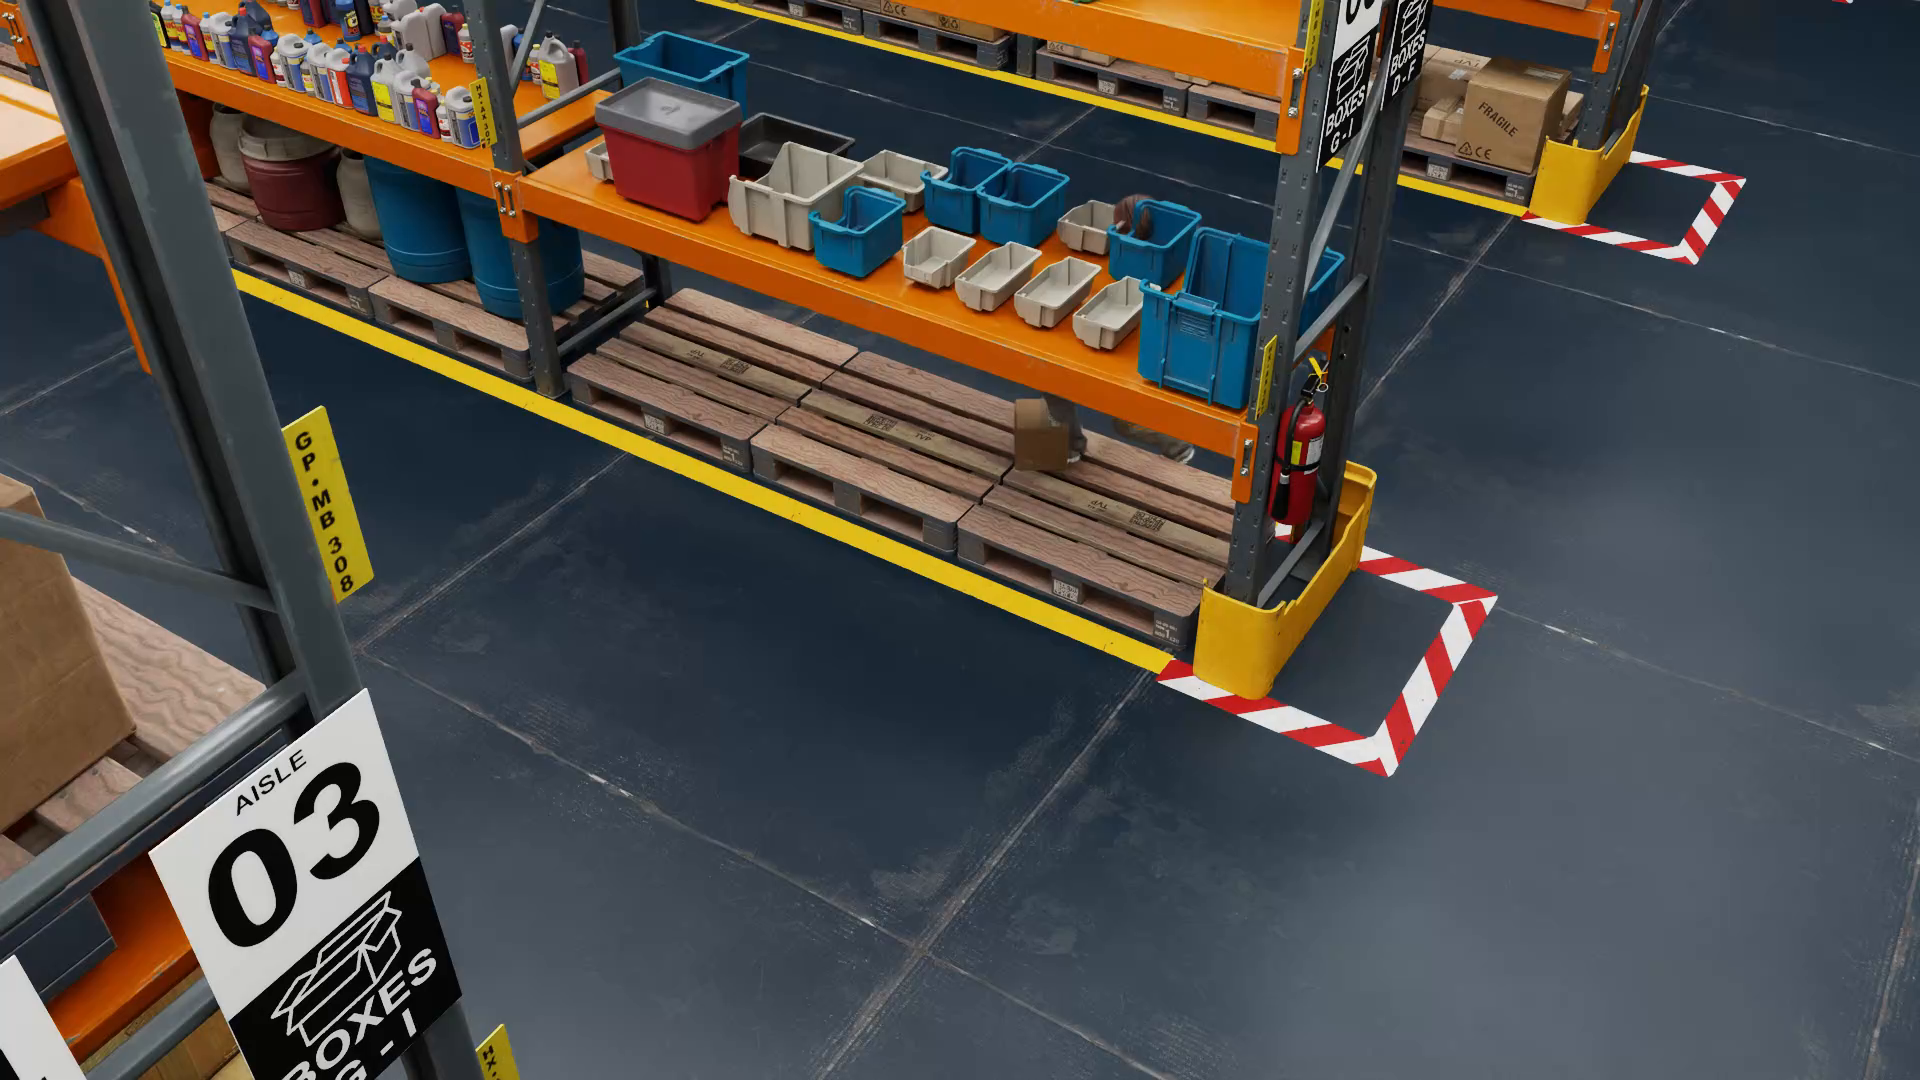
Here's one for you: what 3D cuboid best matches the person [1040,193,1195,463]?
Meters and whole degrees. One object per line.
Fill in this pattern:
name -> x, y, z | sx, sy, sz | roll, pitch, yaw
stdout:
person -> 0.736, -0.902, 7.763 | 0.838, 1.474, 0.442 | -17, 42, -20
